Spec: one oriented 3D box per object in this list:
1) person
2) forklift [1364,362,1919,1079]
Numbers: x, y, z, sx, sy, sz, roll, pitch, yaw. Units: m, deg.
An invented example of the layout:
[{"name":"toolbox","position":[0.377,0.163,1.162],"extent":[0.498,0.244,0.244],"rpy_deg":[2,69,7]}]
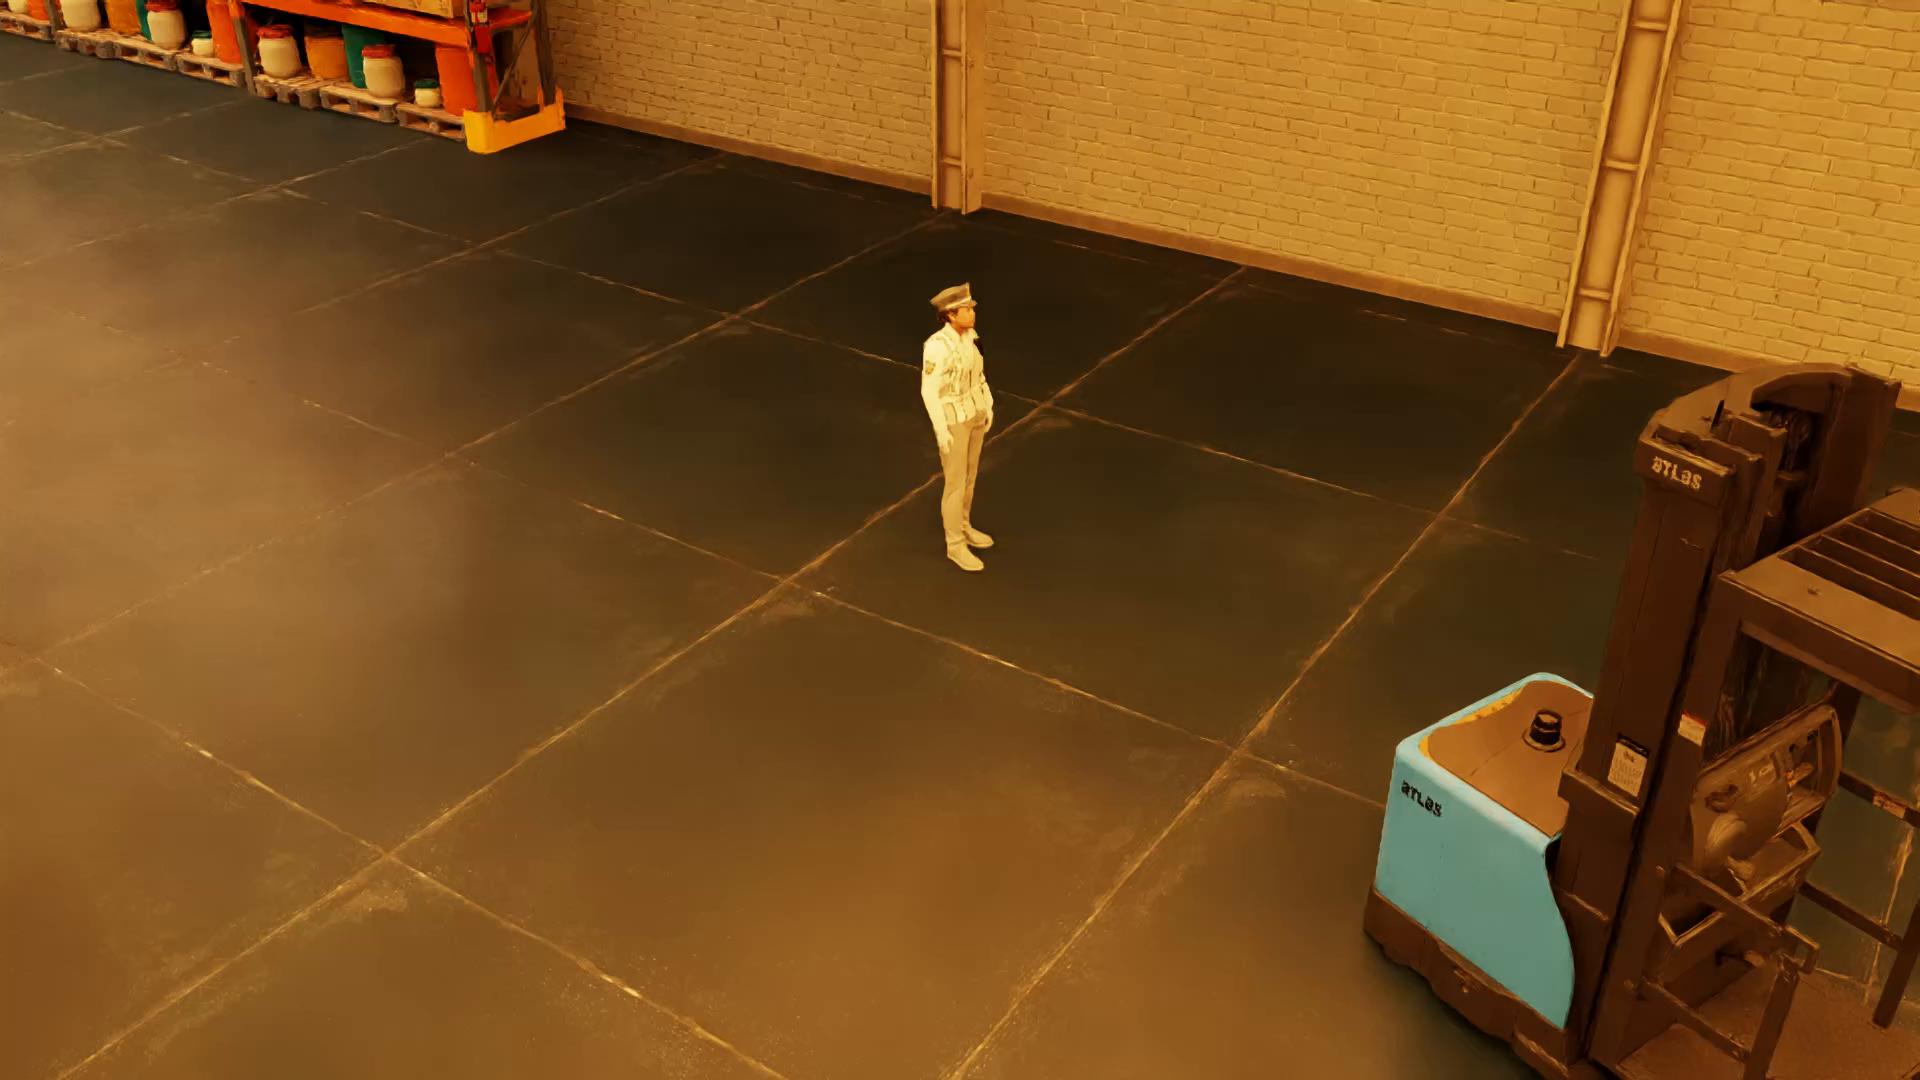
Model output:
[{"name":"person","position":[0.052,-0.717,10.033],"extent":[0.532,1.695,0.586],"rpy_deg":[19,35,29]},{"name":"forklift","position":[3.053,0.972,5.907],"extent":[1.130,2.935,3.031],"rpy_deg":[-19,35,-30]}]
